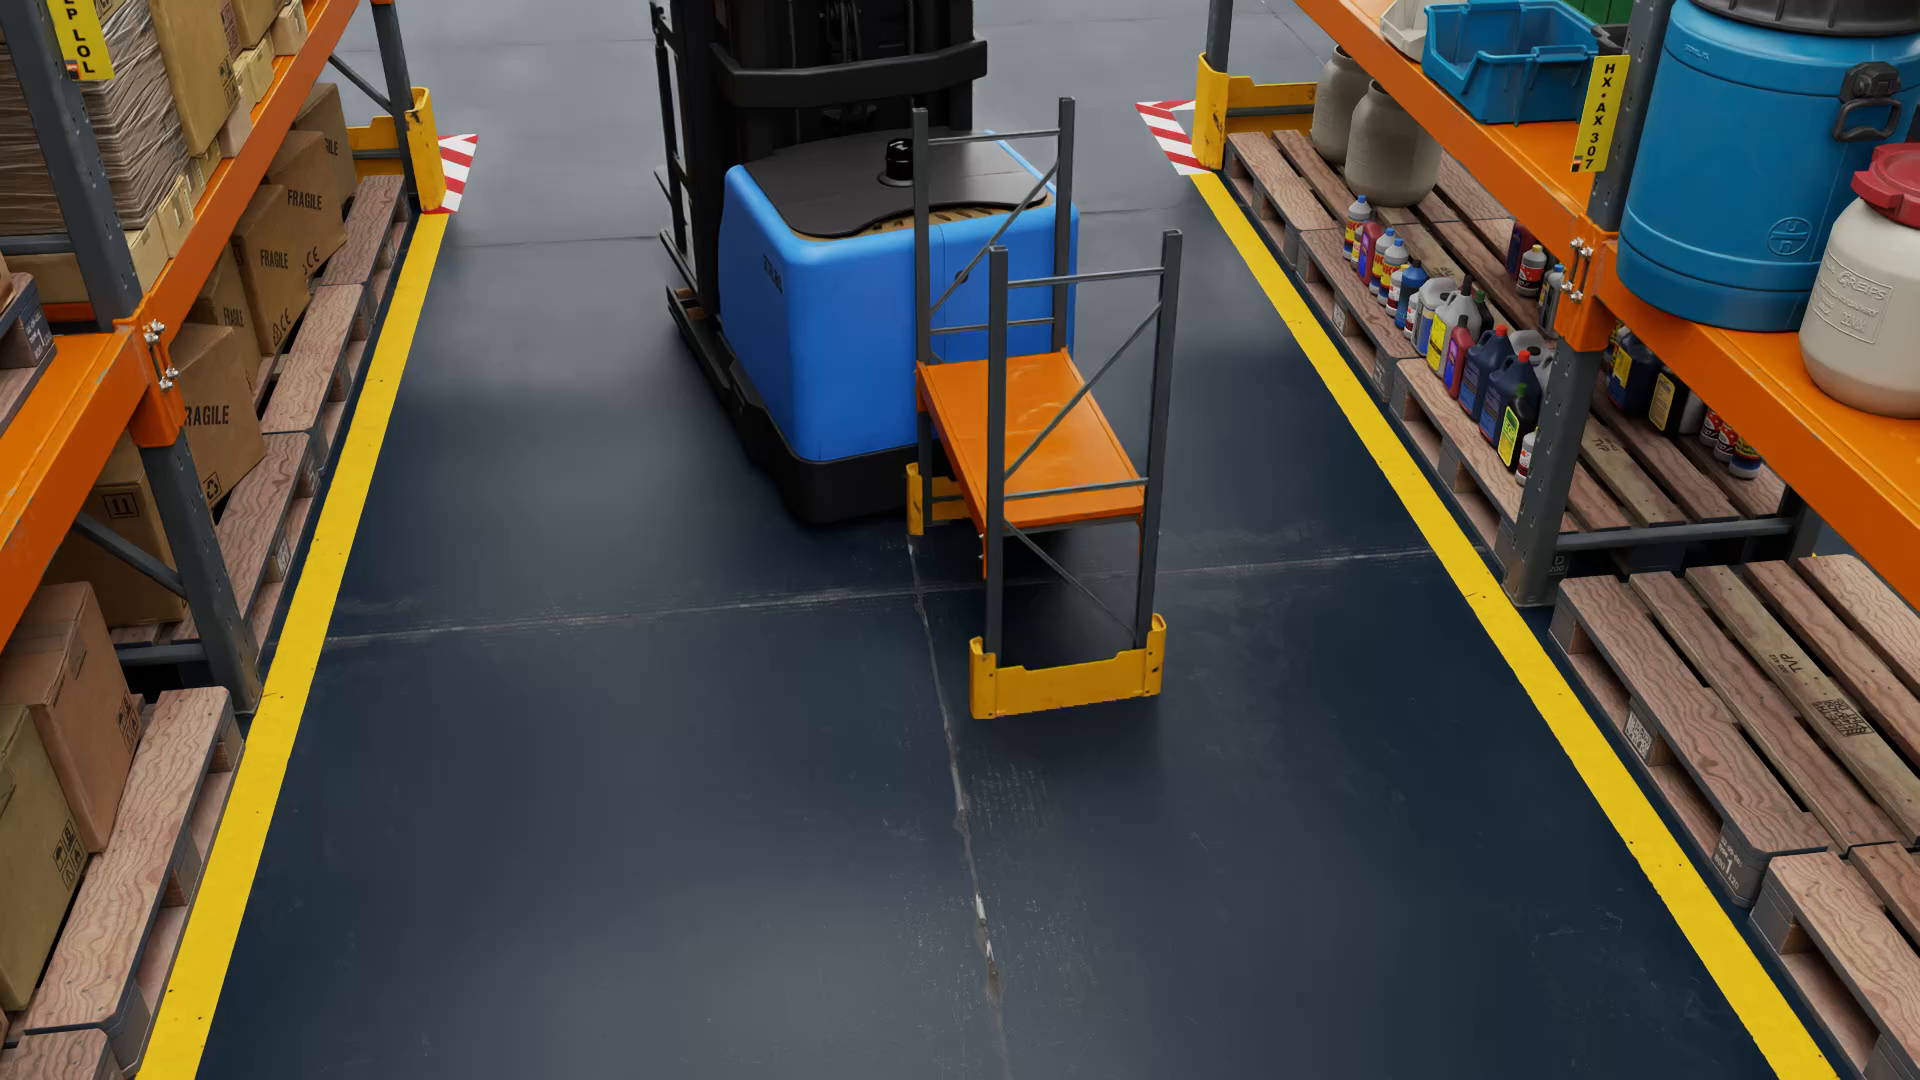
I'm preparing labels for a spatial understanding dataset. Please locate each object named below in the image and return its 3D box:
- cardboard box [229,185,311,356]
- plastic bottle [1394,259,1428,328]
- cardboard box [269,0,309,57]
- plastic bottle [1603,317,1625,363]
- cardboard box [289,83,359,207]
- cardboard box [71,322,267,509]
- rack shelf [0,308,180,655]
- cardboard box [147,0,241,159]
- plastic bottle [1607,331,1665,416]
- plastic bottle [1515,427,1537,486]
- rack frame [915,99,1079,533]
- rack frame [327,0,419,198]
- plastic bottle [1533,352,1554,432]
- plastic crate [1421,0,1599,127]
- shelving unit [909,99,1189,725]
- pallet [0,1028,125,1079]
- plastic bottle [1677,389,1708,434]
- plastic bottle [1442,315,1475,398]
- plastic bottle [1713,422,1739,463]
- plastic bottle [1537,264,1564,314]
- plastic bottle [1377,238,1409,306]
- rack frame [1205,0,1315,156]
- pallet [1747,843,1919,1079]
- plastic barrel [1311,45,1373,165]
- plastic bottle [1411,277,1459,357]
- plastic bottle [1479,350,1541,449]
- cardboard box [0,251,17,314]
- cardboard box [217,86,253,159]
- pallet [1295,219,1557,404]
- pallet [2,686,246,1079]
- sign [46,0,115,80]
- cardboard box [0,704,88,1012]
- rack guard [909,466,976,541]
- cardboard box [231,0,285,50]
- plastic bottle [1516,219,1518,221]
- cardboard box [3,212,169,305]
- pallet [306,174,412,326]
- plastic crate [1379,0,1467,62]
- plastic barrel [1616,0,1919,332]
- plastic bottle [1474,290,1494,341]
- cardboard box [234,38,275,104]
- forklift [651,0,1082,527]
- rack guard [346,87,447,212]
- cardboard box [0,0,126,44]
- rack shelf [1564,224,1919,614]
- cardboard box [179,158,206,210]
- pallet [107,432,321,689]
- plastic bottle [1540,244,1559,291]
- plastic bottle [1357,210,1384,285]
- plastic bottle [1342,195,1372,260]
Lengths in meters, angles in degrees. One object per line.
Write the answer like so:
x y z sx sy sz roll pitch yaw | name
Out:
-2.903 -1.049 6.473 0.500 0.500 0.500 -1 34 -2 | cardboard box
1.780 -0.974 6.548 0.097 0.271 0.097 0 34 0 | plastic bottle
-2.601 -1.864 6.045 0.380 0.149 0.250 -4 35 -6 | cardboard box
2.517 -0.804 6.298 0.097 0.271 0.097 0 34 0 | plastic bottle
-3.082 -1.731 7.473 0.500 0.500 0.500 2 34 2 | cardboard box
-2.711 -0.394 5.511 0.500 0.500 0.500 6 35 9 | cardboard box
-2.343 0.705 2.690 1.077 0.370 4.000 -4 35 -6 | rack shelf
-2.643 -1.410 4.802 0.875 0.500 0.500 -4 35 -6 | cardboard box
2.456 -0.641 5.989 0.144 0.351 0.185 -4 35 -6 | plastic bottle
1.939 -0.288 5.603 0.097 0.201 0.097 0 34 0 | plastic bottle
0.112 -0.684 5.421 0.500 1.500 0.032 -7 35 -10 | rack frame
-3.150 -2.940 7.401 1.000 3.000 0.127 -4 35 -6 | rack frame
2.067 -0.519 5.809 0.144 0.351 0.185 -4 35 -6 | plastic bottle
1.878 -1.619 5.594 0.499 0.251 0.616 -4 35 -6 | plastic crate
0.225 -0.399 5.004 0.587 1.500 1.083 -7 35 -10 | shelving unit
-2.338 1.561 3.272 1.003 0.211 1.213 -4 35 -6 | pallet
2.617 -0.529 5.890 0.152 0.276 0.135 -3 34 -5 | plastic bottle
1.835 -0.675 6.098 0.061 0.283 0.133 -2 34 -3 | plastic bottle
2.674 -0.376 5.733 0.097 0.201 0.097 0 34 0 | plastic bottle
2.377 -1.003 6.653 0.097 0.201 0.097 0 34 0 | plastic bottle
1.753 -1.087 6.714 0.097 0.271 0.097 0 34 0 | plastic bottle
1.758 -3.315 7.951 1.000 3.000 0.127 -4 35 -6 | rack frame
2.608 1.187 3.821 1.003 0.211 1.213 -4 35 -6 | pallet
1.922 -2.099 8.003 0.421 0.512 0.421 0 34 0 | plastic barrel
1.837 -0.855 6.370 0.152 0.276 0.135 -4 34 -6 | plastic bottle
1.924 -0.508 5.793 0.144 0.351 0.185 -5 35 -8 | plastic bottle
-2.644 -0.676 3.172 1.000 1.000 1.000 -4 34 -6 | cardboard box
-2.460 -1.306 5.227 0.380 0.149 0.250 -4 35 -6 | cardboard box
2.080 -0.991 7.017 1.003 0.211 1.213 -4 35 -6 | pallet
-2.506 0.878 4.273 1.003 0.211 1.213 -4 35 -6 | pallet
-2.062 -1.231 3.864 0.100 0.325 0.005 -4 35 -6 | sign
-2.505 0.755 3.808 0.700 0.500 0.500 -5 35 -7 | cardboard box
0.116 -0.157 5.758 0.587 0.250 0.087 -7 35 -10 | rack guard
-2.837 -1.963 5.615 0.875 0.500 0.500 -4 35 -6 | cardboard box
2.440 -1.349 7.160 0.097 0.201 0.097 0 34 0 | plastic bottle
-2.343 -0.747 4.406 0.380 0.149 0.250 -4 35 -6 | cardboard box
-3.065 -1.290 7.455 1.003 0.211 1.213 -4 35 -6 | pallet
1.827 -1.861 6.052 0.530 0.136 0.437 -4 35 -6 | plastic crate
2.048 -1.052 4.185 0.600 0.901 0.708 -4 35 -6 | plastic barrel
1.953 -0.790 6.266 0.061 0.283 0.133 -4 35 -6 | plastic bottle
-2.558 -1.583 5.633 0.380 0.149 0.250 -4 35 -6 | cardboard box
-0.589 -2.080 6.199 1.130 2.935 3.031 -12 36 -18 | forklift
-3.140 -1.865 8.043 1.175 0.500 0.348 -4 35 -6 | rack guard
-2.420 -1.556 4.129 0.500 0.500 0.500 -4 35 -6 | cardboard box
2.565 0.330 3.241 1.077 0.370 4.000 -4 35 -6 | rack shelf
-2.424 -1.025 4.814 0.380 0.149 0.250 -4 35 -6 | cardboard box
-2.737 0.072 5.457 1.003 0.211 1.213 -4 35 -6 | pallet
2.465 -1.160 6.816 0.152 0.276 0.135 -5 35 -8 | plastic bottle
1.706 -1.212 6.886 0.061 0.283 0.133 -4 34 -6 | plastic bottle
1.693 -1.334 7.077 0.097 0.271 0.097 0 34 0 | plastic bottle
